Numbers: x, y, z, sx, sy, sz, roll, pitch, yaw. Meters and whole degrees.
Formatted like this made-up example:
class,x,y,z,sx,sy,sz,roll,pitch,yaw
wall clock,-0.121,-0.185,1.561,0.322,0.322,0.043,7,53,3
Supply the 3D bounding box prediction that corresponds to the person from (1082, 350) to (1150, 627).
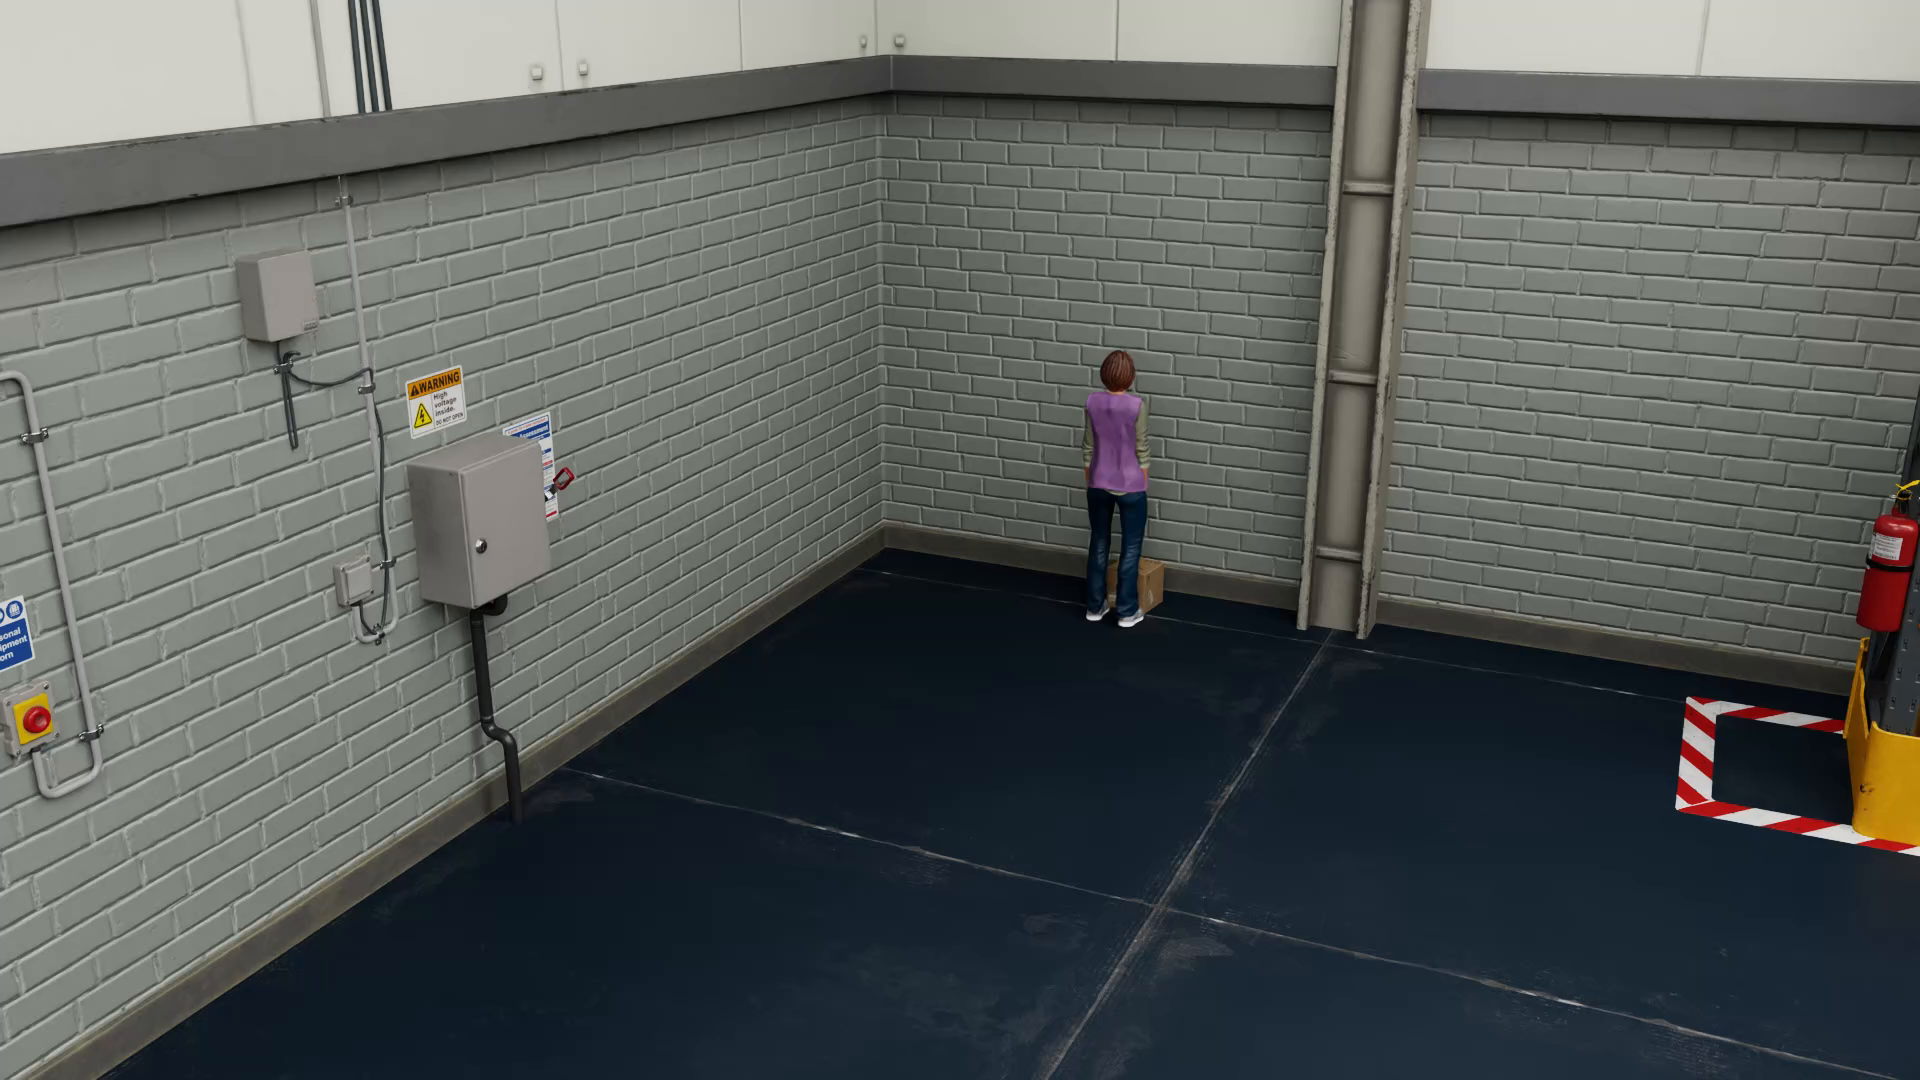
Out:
class,x,y,z,sx,sy,sz,roll,pitch,yaw
person,0.878,-0.292,9.420,0.406,1.596,0.310,9,21,24
